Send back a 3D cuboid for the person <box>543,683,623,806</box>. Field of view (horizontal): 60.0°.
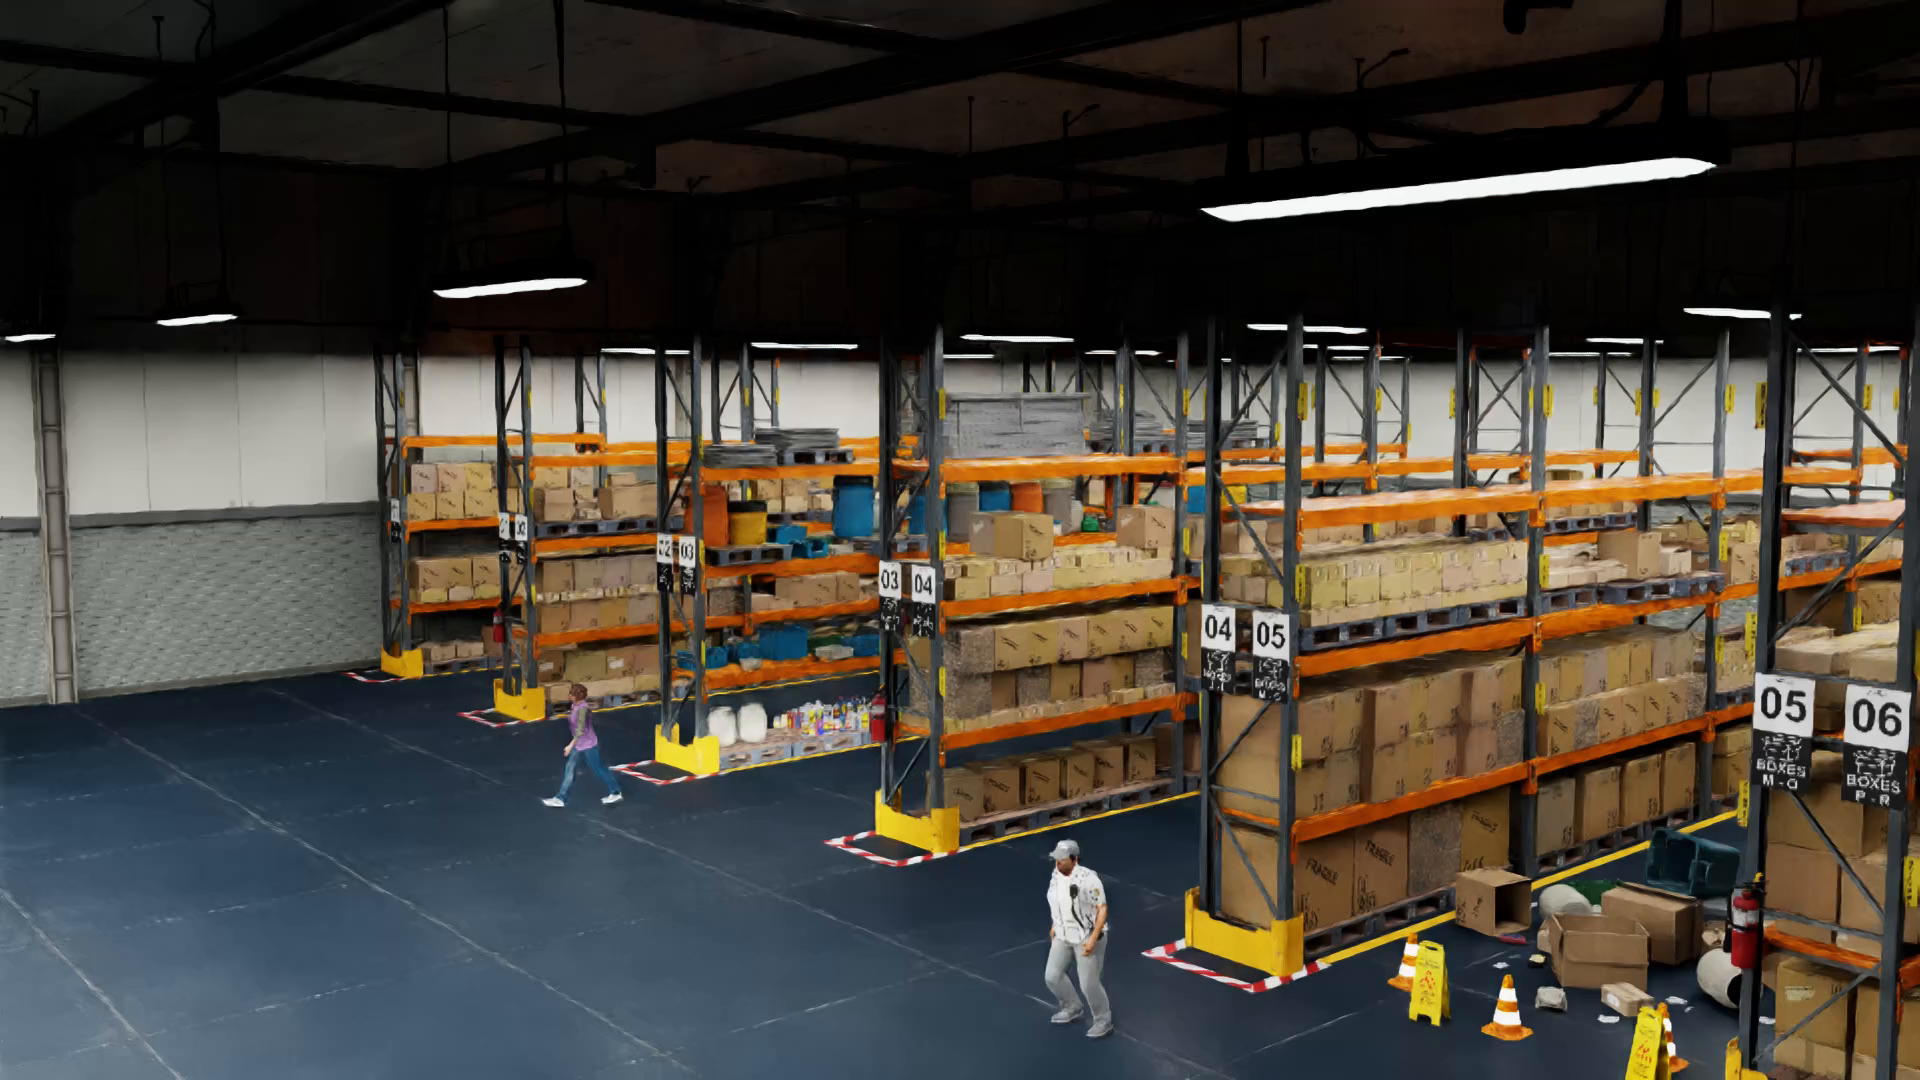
[{"bbox_3d":[-4.652,2.534,20.521,0.962,1.506,0.407,-3,6,-32],"label":"person"}]

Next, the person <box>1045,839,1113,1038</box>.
[{"bbox_3d":[0.923,3.164,13.298,0.572,1.605,0.626,-5,7,-42],"label":"person"}]
